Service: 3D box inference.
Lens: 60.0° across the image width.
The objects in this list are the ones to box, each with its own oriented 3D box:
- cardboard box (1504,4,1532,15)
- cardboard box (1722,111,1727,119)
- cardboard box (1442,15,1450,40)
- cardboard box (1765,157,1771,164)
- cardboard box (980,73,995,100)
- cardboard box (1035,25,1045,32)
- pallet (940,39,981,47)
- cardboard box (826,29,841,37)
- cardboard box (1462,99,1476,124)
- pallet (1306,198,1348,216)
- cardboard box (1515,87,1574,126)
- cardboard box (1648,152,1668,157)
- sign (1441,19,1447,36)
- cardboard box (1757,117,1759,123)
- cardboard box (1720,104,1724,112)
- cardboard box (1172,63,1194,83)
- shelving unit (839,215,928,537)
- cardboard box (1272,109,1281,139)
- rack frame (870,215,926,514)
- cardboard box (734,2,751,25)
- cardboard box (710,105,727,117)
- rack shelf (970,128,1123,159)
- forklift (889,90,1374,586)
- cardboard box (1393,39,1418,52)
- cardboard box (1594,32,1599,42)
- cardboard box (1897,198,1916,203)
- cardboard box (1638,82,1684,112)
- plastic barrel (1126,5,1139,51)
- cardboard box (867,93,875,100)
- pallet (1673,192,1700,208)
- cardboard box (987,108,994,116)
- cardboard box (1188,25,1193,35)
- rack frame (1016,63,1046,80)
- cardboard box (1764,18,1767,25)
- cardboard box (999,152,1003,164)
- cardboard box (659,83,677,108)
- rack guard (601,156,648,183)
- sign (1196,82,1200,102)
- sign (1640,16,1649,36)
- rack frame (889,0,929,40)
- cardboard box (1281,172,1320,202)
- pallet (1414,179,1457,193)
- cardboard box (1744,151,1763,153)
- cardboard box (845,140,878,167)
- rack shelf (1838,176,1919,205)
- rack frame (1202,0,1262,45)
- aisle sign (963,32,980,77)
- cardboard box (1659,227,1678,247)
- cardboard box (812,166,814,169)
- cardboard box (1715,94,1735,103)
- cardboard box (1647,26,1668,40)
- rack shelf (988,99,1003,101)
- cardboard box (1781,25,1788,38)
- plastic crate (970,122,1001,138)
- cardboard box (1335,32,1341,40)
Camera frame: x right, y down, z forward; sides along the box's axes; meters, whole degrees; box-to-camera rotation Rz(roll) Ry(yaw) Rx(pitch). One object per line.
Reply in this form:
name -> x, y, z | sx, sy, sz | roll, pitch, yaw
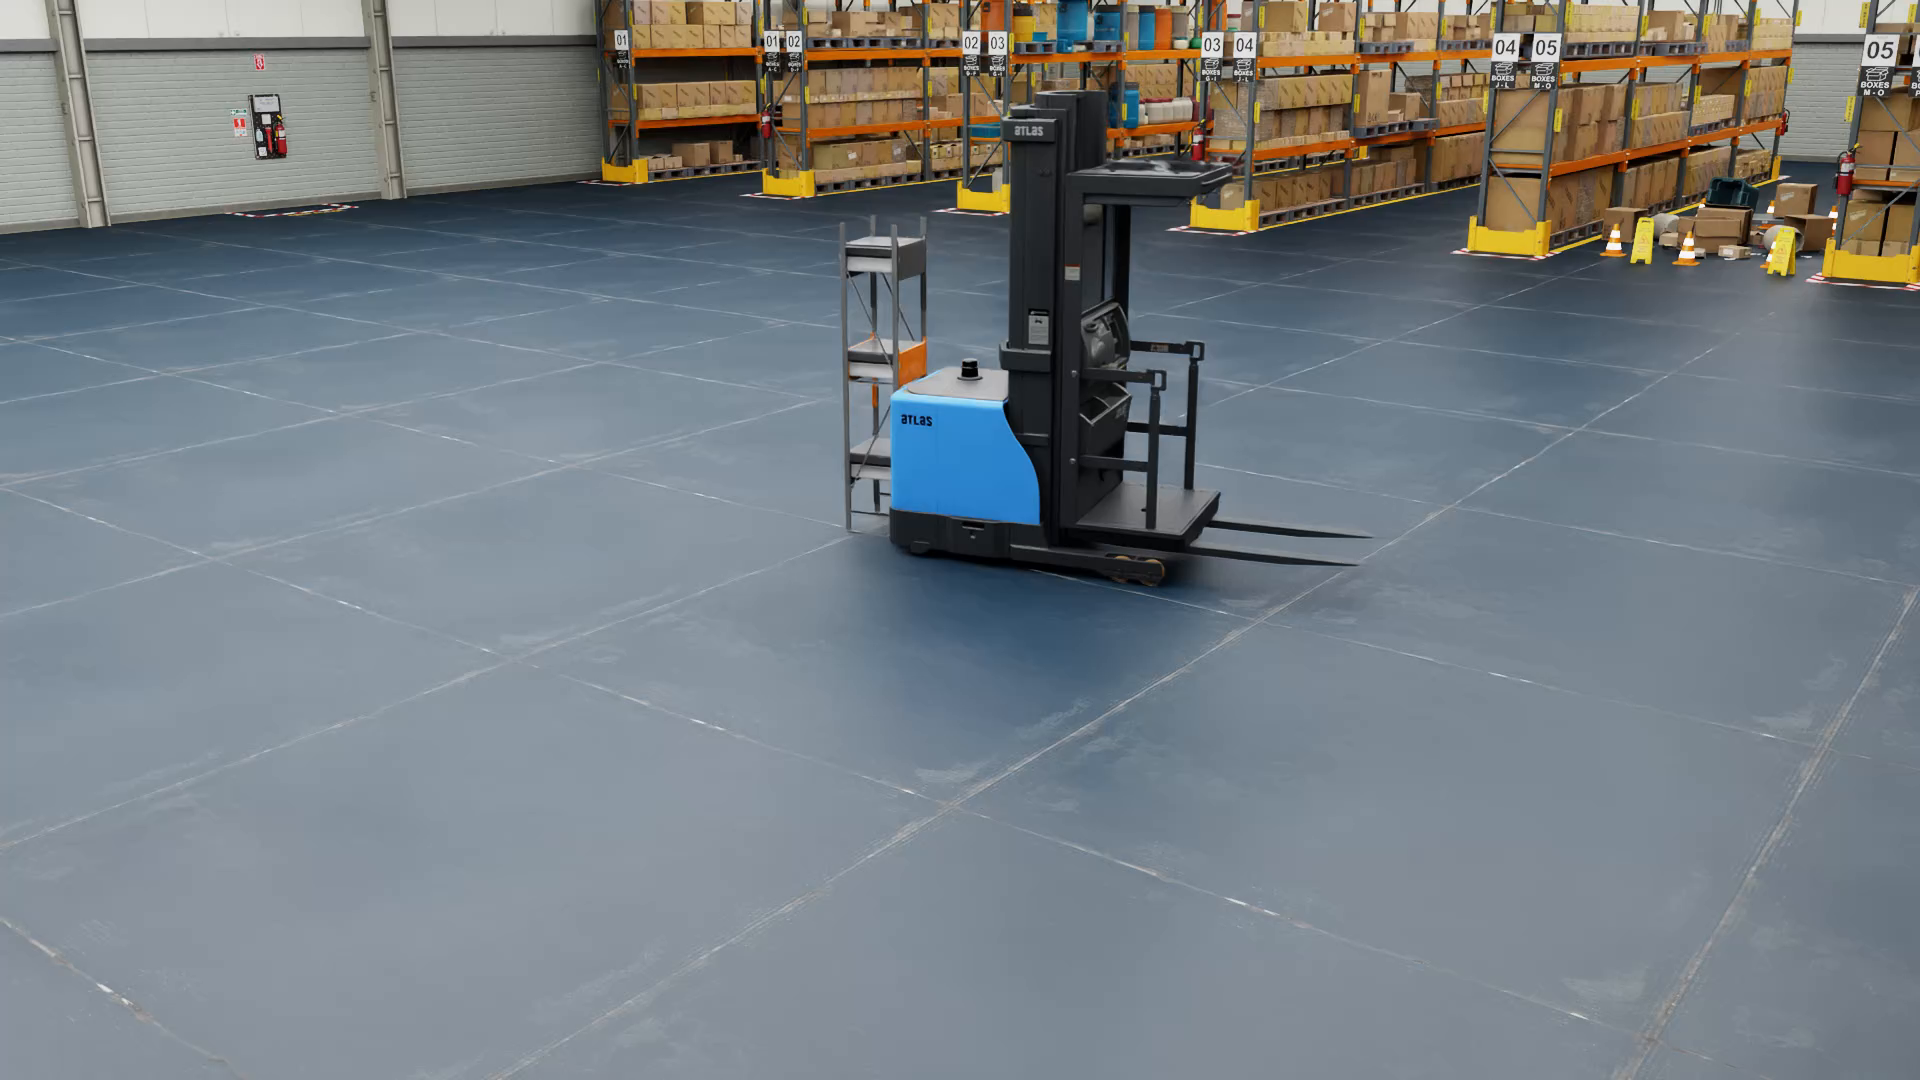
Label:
cardboard box -> 8.318, -7.932, 24.874 | 0.380, 0.149, 0.250 | 13, 21, 35
cardboard box -> 15.158, -8.539, 33.397 | 0.380, 0.149, 0.250 | 12, 21, 35
cardboard box -> 9.539, -10.497, 34.047 | 0.797, 0.503, 0.637 | 14, 22, 38
cardboard box -> 17.838, -8.466, 37.046 | 0.380, 0.149, 0.250 | 12, 21, 33
cardboard box -> 0.458, -12.677, 46.504 | 0.980, 0.700, 0.700 | 12, 21, 33
cardboard box -> 1.513, -11.998, 39.595 | 0.910, 0.500, 0.500 | 12, 21, 35
pallet -> 0.284, -11.306, 37.853 | 1.003, 0.211, 1.213 | 14, 22, 37
cardboard box -> -2.644, -10.331, 33.876 | 0.380, 0.149, 0.250 | 12, 21, 35
cardboard box -> 10.649, -9.136, 35.438 | 0.500, 0.500, 0.500 | 13, 21, 35
pallet -> 6.479, -6.206, 30.871 | 1.003, 0.211, 1.213 | 12, 21, 35
cardboard box -> 8.896, -6.667, 25.580 | 0.875, 0.550, 0.550 | 12, 21, 35
cardboard box -> 13.354, -7.330, 32.032 | 0.500, 0.250, 0.500 | 12, 21, 33
sign -> 9.668, -10.239, 33.229 | 0.100, 0.325, 0.005 | 12, 21, 35
cardboard box -> 16.840, -8.992, 35.567 | 0.380, 0.149, 0.250 | 13, 22, 37
cardboard box -> 14.996, -8.614, 33.139 | 0.380, 0.149, 0.250 | 12, 21, 33
cardboard box -> 6.002, -12.684, 45.176 | 0.500, 0.500, 0.500 | 12, 21, 34
shelving unit -> -0.506, -1.106, 11.266 | 0.431, 2.100, 0.503 | 7, 18, 20
cardboard box -> 5.018, -7.207, 28.724 | 0.875, 0.500, 0.500 | 12, 21, 35
rack frame -> -0.418, -1.174, 11.483 | 0.400, 2.100, 0.015 | 7, 18, 20
cardboard box -> -5.165, -12.130, 38.299 | 0.500, 0.500, 0.500 | 10, 20, 30
cardboard box -> -5.713, -9.861, 38.160 | 0.500, 0.250, 0.500 | 12, 21, 34
rack shelf -> 1.681, -7.759, 32.384 | 1.077, 0.370, 4.000 | 12, 21, 35
forklift -> 1.106, -1.291, 10.460 | 3.031, 2.935, 1.130 | 7, 18, 20
cardboard box -> 8.561, -9.621, 32.362 | 0.500, 0.250, 0.500 | 13, 22, 36
cardboard box -> 9.604, -7.737, 25.589 | 0.380, 0.149, 0.250 | 12, 21, 34
cardboard box -> 13.450, -4.520, 23.404 | 0.500, 0.500, 0.500 | 11, 21, 33
cardboard box -> 12.881, -8.176, 30.659 | 0.700, 0.500, 0.500 | 12, 21, 34
plastic barrel -> 3.391, -10.566, 34.307 | 0.600, 0.901, 0.600 | 0, 17, 0
cardboard box -> -2.007, -9.344, 35.013 | 0.380, 0.149, 0.250 | 13, 22, 36
pallet -> 13.624, -6.610, 32.173 | 1.003, 0.211, 1.213 | 12, 21, 35
cardboard box -> 0.565, -9.974, 38.728 | 0.380, 0.149, 0.250 | 14, 22, 39
cardboard box -> 5.945, -13.745, 44.801 | 0.500, 0.250, 0.500 | 12, 21, 35
rack frame -> 2.066, -13.188, 48.652 | 1.000, 3.000, 0.127 | 12, 21, 35
cardboard box -> 16.530, -10.773, 34.556 | 0.380, 0.149, 0.250 | 12, 21, 33
cardboard box -> 0.858, -9.003, 39.107 | 0.500, 0.250, 0.500 | 12, 21, 34
cardboard box -> -6.639, -9.849, 36.857 | 0.500, 0.500, 0.500 | 12, 21, 35
rack guard -> -7.422, -8.201, 36.810 | 1.175, 0.500, 0.348 | 12, 21, 35
sign -> 4.033, -7.558, 28.038 | 0.100, 0.325, 0.005 | 12, 21, 35
sign -> 11.220, -8.423, 27.245 | 0.100, 0.325, 0.005 | 12, 21, 35
rack frame -> -1.103, -12.320, 35.743 | 1.000, 3.000, 0.127 | 12, 21, 35
cardboard box -> 6.245, -6.484, 30.574 | 0.500, 0.500, 0.500 | -12, 21, -33
pallet -> 9.764, -7.499, 35.036 | 1.003, 0.211, 1.213 | 12, 21, 35
cardboard box -> 17.358, -8.429, 36.425 | 0.380, 0.149, 0.250 | 11, 21, 33
cardboard box -> -2.093, -8.193, 35.233 | 0.500, 0.500, 0.500 | 12, 21, 35
rack shelf -> 13.617, -5.133, 23.927 | 1.077, 0.370, 4.000 | 12, 21, 35
rack frame -> 4.467, -9.616, 27.035 | 1.000, 3.000, 0.127 | 12, 21, 35
aisle sign -> 0.208, -8.903, 30.472 | 0.394, 0.787, 0.004 | 12, 21, 35
cardboard box -> 11.228, -4.763, 26.132 | 0.258, 0.266, 0.396 | -16, 23, -41
cardboard box -> -3.116, -7.691, 34.880 | 0.500, 0.250, 0.500 | 12, 21, 35
cardboard box -> 15.458, -8.943, 33.697 | 0.380, 0.149, 0.250 | 14, 22, 37
cardboard box -> 12.059, -8.828, 28.906 | 0.396, 0.266, 0.258 | 12, 21, 35
rack shelf -> 0.875, -12.368, 47.225 | 1.077, 0.370, 4.000 | 12, 21, 35
cardboard box -> 17.550, -10.984, 35.909 | 0.500, 0.250, 0.500 | 12, 21, 33
plastic crate -> 0.547, -7.727, 31.320 | 0.499, 0.251, 0.616 | 12, 21, 35
cardboard box -> 6.576, -9.004, 29.703 | 0.380, 0.149, 0.250 | 11, 20, 32
